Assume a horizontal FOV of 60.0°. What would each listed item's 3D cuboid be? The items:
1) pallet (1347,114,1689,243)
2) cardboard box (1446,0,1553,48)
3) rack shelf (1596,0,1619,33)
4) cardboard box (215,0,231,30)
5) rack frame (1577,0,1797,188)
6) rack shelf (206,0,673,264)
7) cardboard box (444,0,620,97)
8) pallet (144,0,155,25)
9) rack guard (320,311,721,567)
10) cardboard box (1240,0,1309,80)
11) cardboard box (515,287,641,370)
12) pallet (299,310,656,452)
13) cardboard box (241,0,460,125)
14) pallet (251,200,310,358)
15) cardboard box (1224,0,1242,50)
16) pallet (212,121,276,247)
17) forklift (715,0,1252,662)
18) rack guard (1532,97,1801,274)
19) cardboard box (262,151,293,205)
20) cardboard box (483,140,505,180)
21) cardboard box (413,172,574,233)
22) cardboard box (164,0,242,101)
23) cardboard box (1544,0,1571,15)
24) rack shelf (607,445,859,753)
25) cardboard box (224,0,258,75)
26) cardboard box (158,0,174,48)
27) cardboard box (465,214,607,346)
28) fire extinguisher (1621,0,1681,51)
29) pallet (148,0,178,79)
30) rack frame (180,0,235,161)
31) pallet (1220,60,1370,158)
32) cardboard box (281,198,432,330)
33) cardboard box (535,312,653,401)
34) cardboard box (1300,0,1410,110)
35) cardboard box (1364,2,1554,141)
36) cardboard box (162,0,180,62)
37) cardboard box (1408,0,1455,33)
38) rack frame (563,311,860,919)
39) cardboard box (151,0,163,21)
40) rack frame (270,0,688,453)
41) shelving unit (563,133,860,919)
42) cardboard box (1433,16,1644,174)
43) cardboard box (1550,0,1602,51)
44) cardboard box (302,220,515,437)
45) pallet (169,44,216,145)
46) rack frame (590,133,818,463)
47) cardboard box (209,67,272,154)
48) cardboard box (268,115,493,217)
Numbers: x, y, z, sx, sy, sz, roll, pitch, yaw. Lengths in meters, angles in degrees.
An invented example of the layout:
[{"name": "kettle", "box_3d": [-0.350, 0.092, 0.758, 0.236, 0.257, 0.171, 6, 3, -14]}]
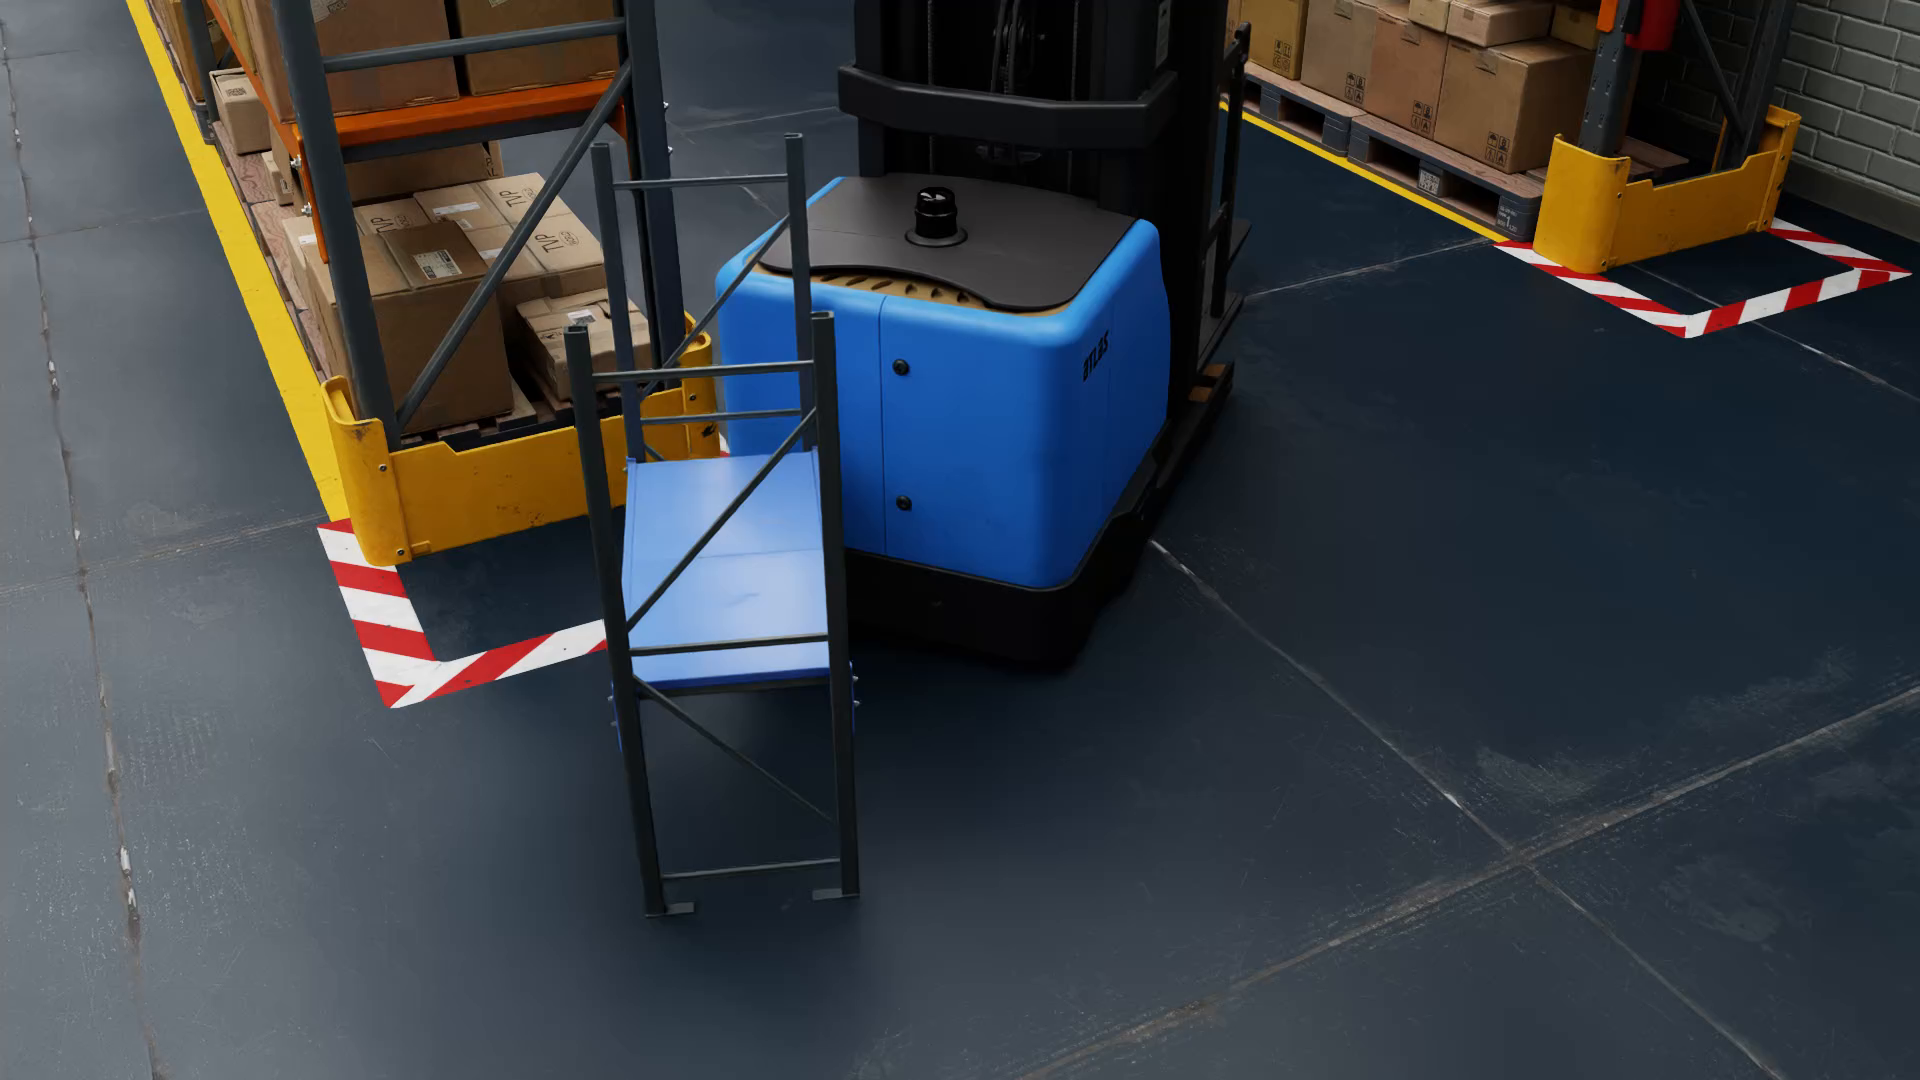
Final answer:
[{"name": "pallet", "box_3d": [2.604, -1.796, 7.857, 1.003, 0.211, 1.213, -16, 36, -23]}, {"name": "cardboard box", "box_3d": [2.410, -2.330, 7.432, 0.380, 0.149, 0.250, -16, 36, -24]}, {"name": "rack shelf", "box_3d": [2.113, -3.259, 8.224, 1.077, 0.370, 4.000, -16, 36, -23]}, {"name": "cardboard box", "box_3d": [-2.257, -2.034, 5.551, 0.500, 0.500, 0.500, -16, 36, -23]}, {"name": "rack frame", "box_3d": [3.046, -2.608, 6.540, 1.000, 3.000, 0.127, -16, 36, -23]}, {"name": "rack shelf", "box_3d": [-2.267, -2.012, 6.276, 1.077, 0.370, 4.000, -16, 36, -23]}, {"name": "cardboard box", "box_3d": [-1.309, -1.680, 5.000, 0.500, 0.500, 0.500, -15, 36, -22]}, {"name": "pallet", "box_3d": [-4.750, -3.638, 10.733, 1.003, 0.211, 1.213, -16, 36, -23]}, {"name": "rack guard", "box_3d": [-1.370, -0.344, 5.323, 1.175, 0.500, 0.348, -16, 36, -23]}, {"name": "cardboard box", "box_3d": [1.907, -2.772, 8.725, 0.700, 0.500, 0.500, -15, 36, -22]}, {"name": "cardboard box", "box_3d": [-1.343, -0.758, 5.871, 0.380, 0.166, 0.250, -16, 36, -23]}, {"name": "pallet", "box_3d": [-1.743, -0.602, 5.995, 1.003, 0.211, 1.213, -16, 36, -23]}, {"name": "cardboard box", "box_3d": [-1.785, -1.548, 4.792, 0.500, 0.500, 0.500, -15, 35, -22]}, {"name": "pallet", "box_3d": [-2.308, -1.184, 6.902, 1.003, 0.211, 1.213, -16, 36, -23]}, {"name": "cardboard box", "box_3d": [1.670, -3.018, 9.108, 0.700, 0.500, 0.500, -16, 36, -24]}, {"name": "pallet", "box_3d": [-2.881, -1.767, 7.812, 1.003, 0.211, 1.213, -16, 36, -23]}, {"name": "forklift", "box_3d": [0.342, -1.682, 5.158, 1.130, 2.935, 3.031, 12, 35, 18]}, {"name": "rack guard", "box_3d": [3.057, -1.544, 7.196, 1.175, 0.500, 0.348, -16, 36, -23]}, {"name": "cardboard box", "box_3d": [-2.783, -1.596, 7.180, 0.380, 0.166, 0.250, -16, 36, -23]}, {"name": "cardboard box", "box_3d": [-2.334, -1.764, 7.307, 0.500, 0.311, 0.500, -16, 36, -23]}, {"name": "cardboard box", "box_3d": [-1.804, -1.196, 6.477, 0.500, 0.250, 0.500, -16, 36, -23]}, {"name": "cardboard box", "box_3d": [-3.684, -2.565, 8.383, 0.500, 0.500, 0.500, -16, 36, -23]}, {"name": "cardboard box", "box_3d": [2.629, -2.546, 7.771, 0.380, 0.149, 0.250, -16, 36, -23]}, {"name": "rack shelf", "box_3d": [-0.555, 0.104, 4.031, 0.538, 0.185, 1.000, -4, 33, -7]}, {"name": "cardboard box", "box_3d": [-2.030, -1.794, 5.177, 0.500, 0.500, 0.500, -16, 36, -23]}, {"name": "cardboard box", "box_3d": [-4.140, -3.043, 9.128, 0.500, 0.500, 0.500, -15, 36, -23]}, {"name": "cardboard box", "box_3d": [-1.571, -0.957, 6.104, 0.500, 0.250, 0.500, -16, 36, -23]}, {"name": "fire extinguisher", "box_3d": [2.708, -2.230, 6.368, 0.296, 0.674, 0.183, -16, 36, -23]}, {"name": "pallet", "box_3d": [-4.185, -3.057, 9.825, 1.003, 0.211, 1.213, -16, 36, -23]}, {"name": "rack frame", "box_3d": [-3.200, -3.269, 7.572, 1.000, 3.000, 0.127, -16, 36, -23]}, {"name": "pallet", "box_3d": [2.039, -2.377, 8.765, 1.003, 0.211, 1.213, -16, 36, -23]}, {"name": "cardboard box", "box_3d": [-2.223, -1.046, 6.243, 0.500, 0.250, 0.500, -16, 36, -23]}, {"name": "cardboard box", "box_3d": [-1.226, -0.631, 5.690, 0.380, 0.149, 0.250, -16, 36, -23]}, {"name": "cardboard box", "box_3d": [2.162, -2.520, 8.330, 0.700, 0.500, 0.500, -17, 36, -25]}, {"name": "cardboard box", "box_3d": [2.397, -2.280, 7.956, 0.700, 0.500, 0.500, -16, 36, -23]}, {"name": "cardboard box", "box_3d": [-3.907, -2.803, 8.754, 0.500, 0.500, 0.500, -16, 36, -23]}, {"name": "cardboard box", "box_3d": [2.290, -2.452, 7.622, 0.380, 0.149, 0.250, -15, 36, -22]}, {"name": "rack frame", "box_3d": [-0.486, 0.224, 3.510, 0.500, 1.500, 0.032, -4, 33, -7]}, {"name": "cardboard box", "box_3d": [-4.379, -3.285, 9.506, 0.500, 0.500, 0.500, -17, 36, -25]}, {"name": "rack frame", "box_3d": [-1.335, -1.360, 4.592, 1.000, 3.000, 0.127, -16, 36, -23]}, {"name": "shelving unit", "box_3d": [-0.555, -0.048, 3.934, 0.538, 1.500, 1.048, -4, 33, -7]}, {"name": "cardboard box", "box_3d": [2.631, -2.041, 7.583, 0.700, 0.500, 0.500, -16, 36, -23]}, {"name": "cardboard box", "box_3d": [2.866, -2.305, 7.394, 0.380, 0.149, 0.250, -16, 36, -23]}, {"name": "cardboard box", "box_3d": [-1.806, -0.690, 5.456, 0.500, 0.500, 0.500, -16, 36, -23]}, {"name": "pallet", "box_3d": [-3.613, -2.474, 8.915, 1.003, 0.211, 1.213, -16, 36, -23]}, {"name": "rack frame", "box_3d": [-0.625, -0.319, 4.358, 0.500, 1.500, 0.032, -4, 33, -7]}, {"name": "cardboard box", "box_3d": [-3.196, -2.067, 7.781, 0.500, 0.311, 0.500, -16, 36, -23]}, {"name": "cardboard box", "box_3d": [-2.319, -1.508, 6.729, 0.797, 0.503, 0.637, -16, 36, -23]}]
